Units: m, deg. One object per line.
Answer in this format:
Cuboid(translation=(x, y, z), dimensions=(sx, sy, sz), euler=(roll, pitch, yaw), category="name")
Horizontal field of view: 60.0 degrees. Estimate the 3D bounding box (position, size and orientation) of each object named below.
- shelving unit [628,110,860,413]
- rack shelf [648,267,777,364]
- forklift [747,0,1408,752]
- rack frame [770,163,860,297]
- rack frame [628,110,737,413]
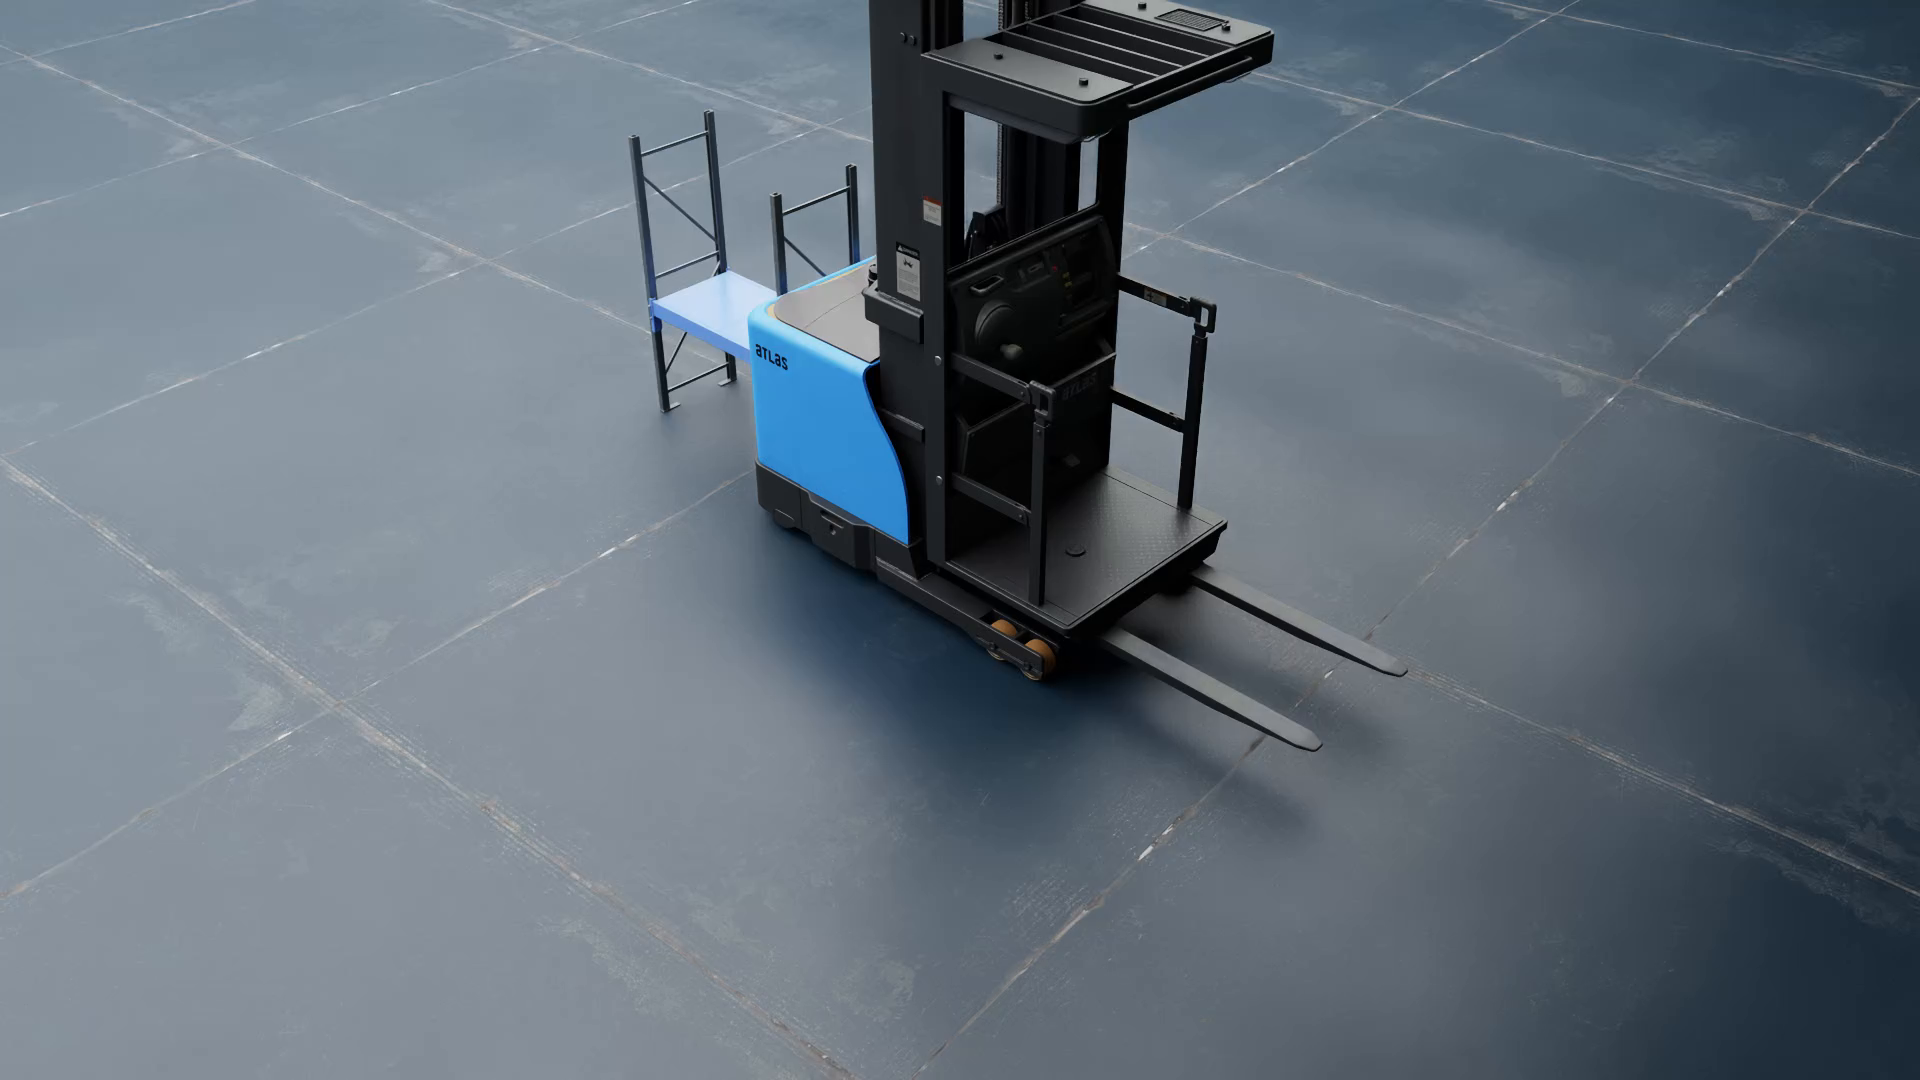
Cuboid(translation=(-1.024, -1.196, 8.166), dimensions=(1.048, 1.500, 0.538), euler=(28, 43, 35), category="shelving unit")
Cuboid(translation=(-1.024, -1.047, 8.268), dimensions=(1.000, 0.185, 0.538), euler=(28, 43, 35), category="rack shelf")
Cuboid(translation=(0.457, -0.962, 6.562), dimensions=(3.031, 2.935, 1.130), euler=(28, 43, 35), category="forklift")
Cuboid(translation=(-0.655, -0.997, 7.878), dimensions=(0.032, 1.500, 0.500), euler=(28, 43, 35), category="rack frame")
Cuboid(translation=(-1.392, -1.394, 8.455), dimensions=(0.032, 1.500, 0.500), euler=(28, 43, 35), category="rack frame")
